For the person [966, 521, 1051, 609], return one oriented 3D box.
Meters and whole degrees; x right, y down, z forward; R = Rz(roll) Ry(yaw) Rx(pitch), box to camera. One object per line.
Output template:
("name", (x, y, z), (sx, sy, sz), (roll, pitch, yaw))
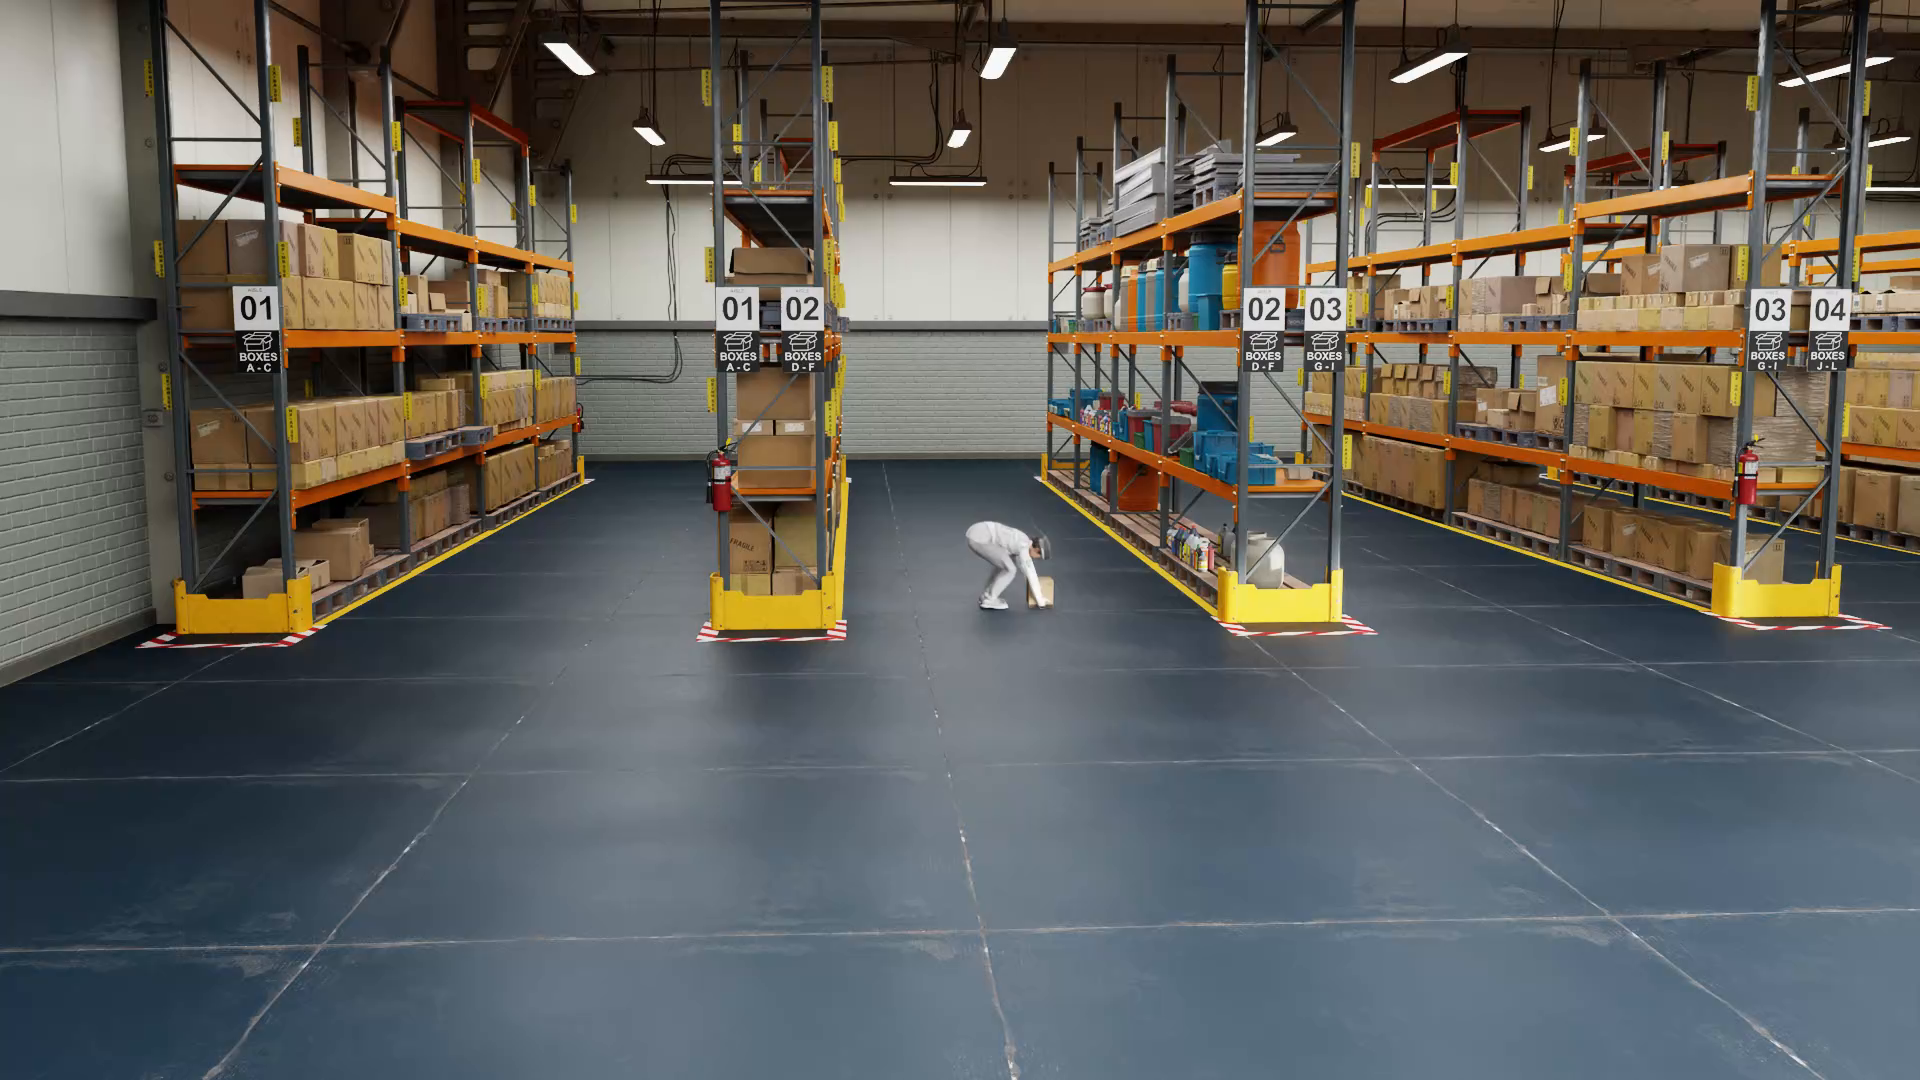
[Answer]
("person", (0.497, 0.247, 16.981), (0.880, 0.875, 0.464), (-1, 7, -6))
